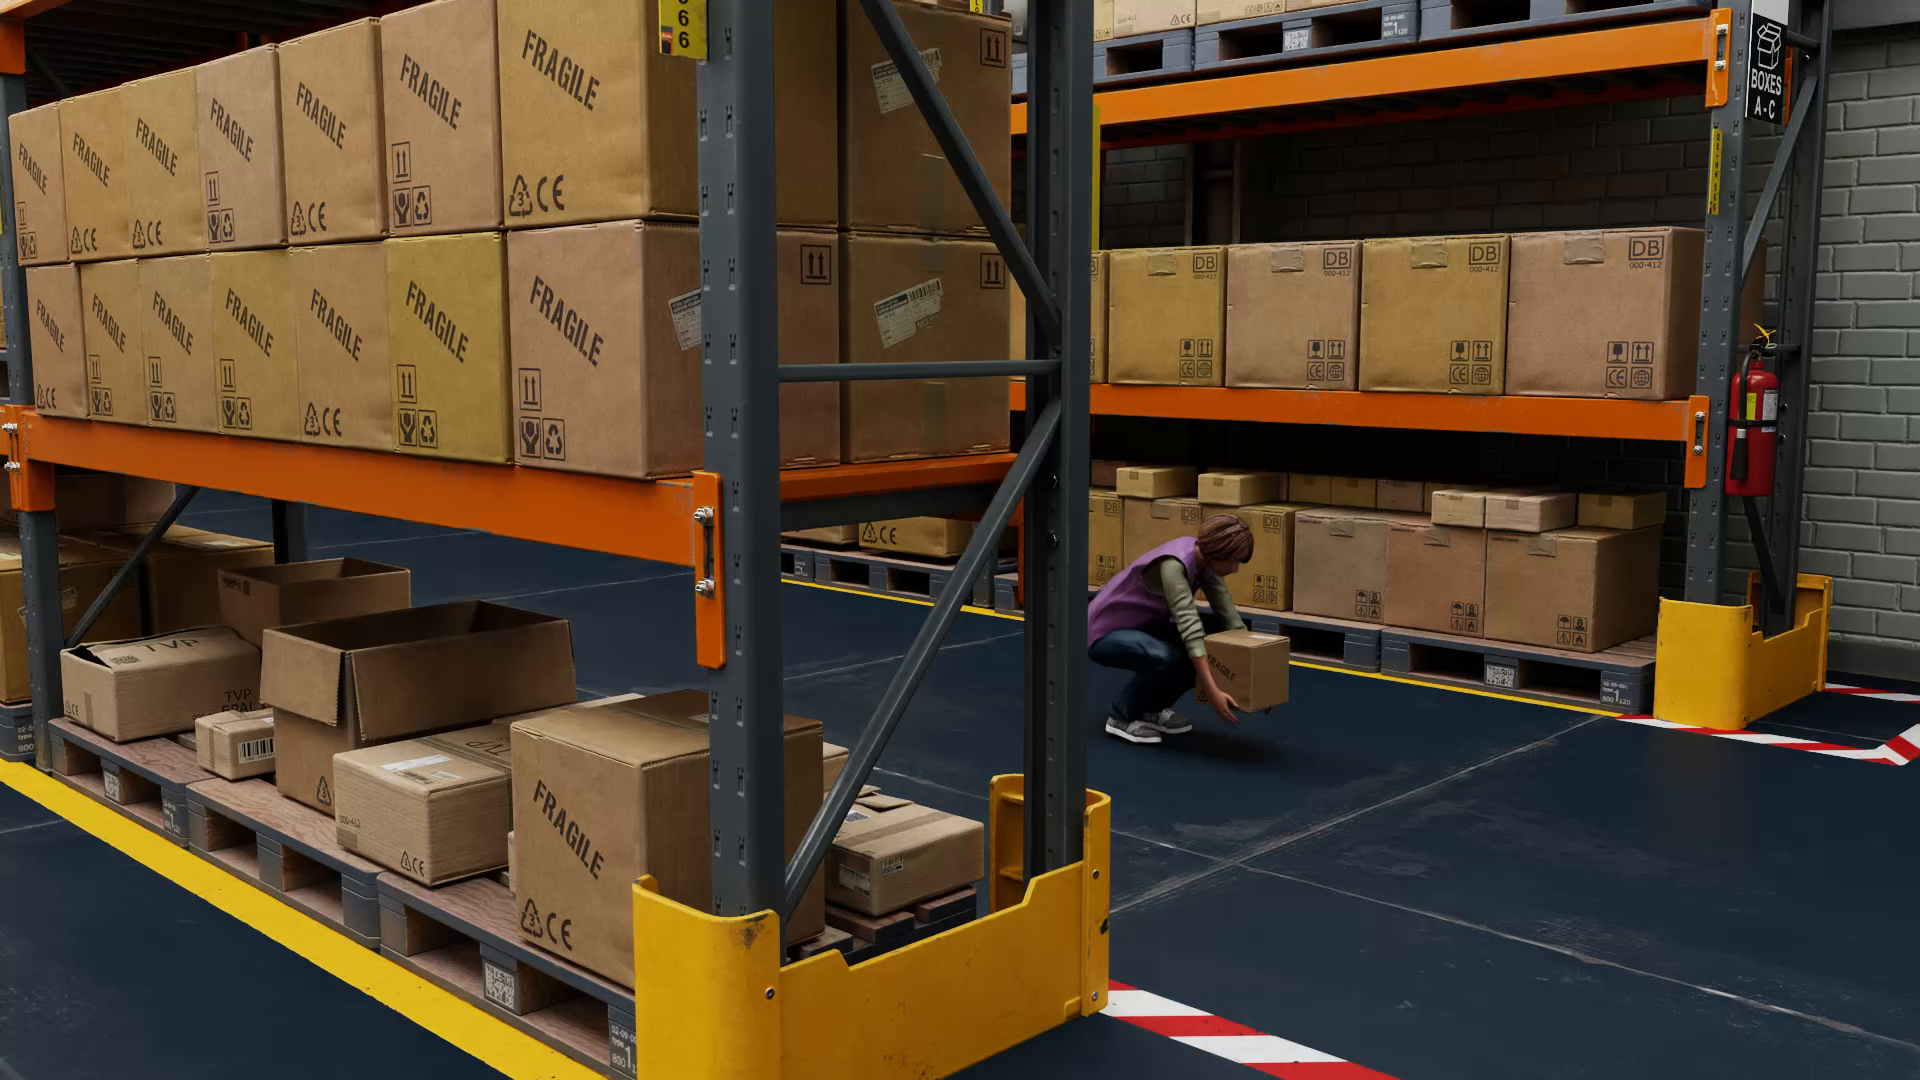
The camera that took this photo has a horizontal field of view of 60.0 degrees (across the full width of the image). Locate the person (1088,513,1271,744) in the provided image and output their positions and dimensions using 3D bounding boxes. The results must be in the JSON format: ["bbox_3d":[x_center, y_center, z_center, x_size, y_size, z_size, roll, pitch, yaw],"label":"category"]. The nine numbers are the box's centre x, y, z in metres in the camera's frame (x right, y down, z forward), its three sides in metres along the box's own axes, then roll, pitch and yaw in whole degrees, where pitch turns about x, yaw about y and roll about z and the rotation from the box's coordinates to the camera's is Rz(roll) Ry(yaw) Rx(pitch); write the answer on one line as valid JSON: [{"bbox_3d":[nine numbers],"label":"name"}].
[{"bbox_3d":[0.826,0.343,6.441,0.820,0.894,0.426,7,10,42],"label":"person"}]
